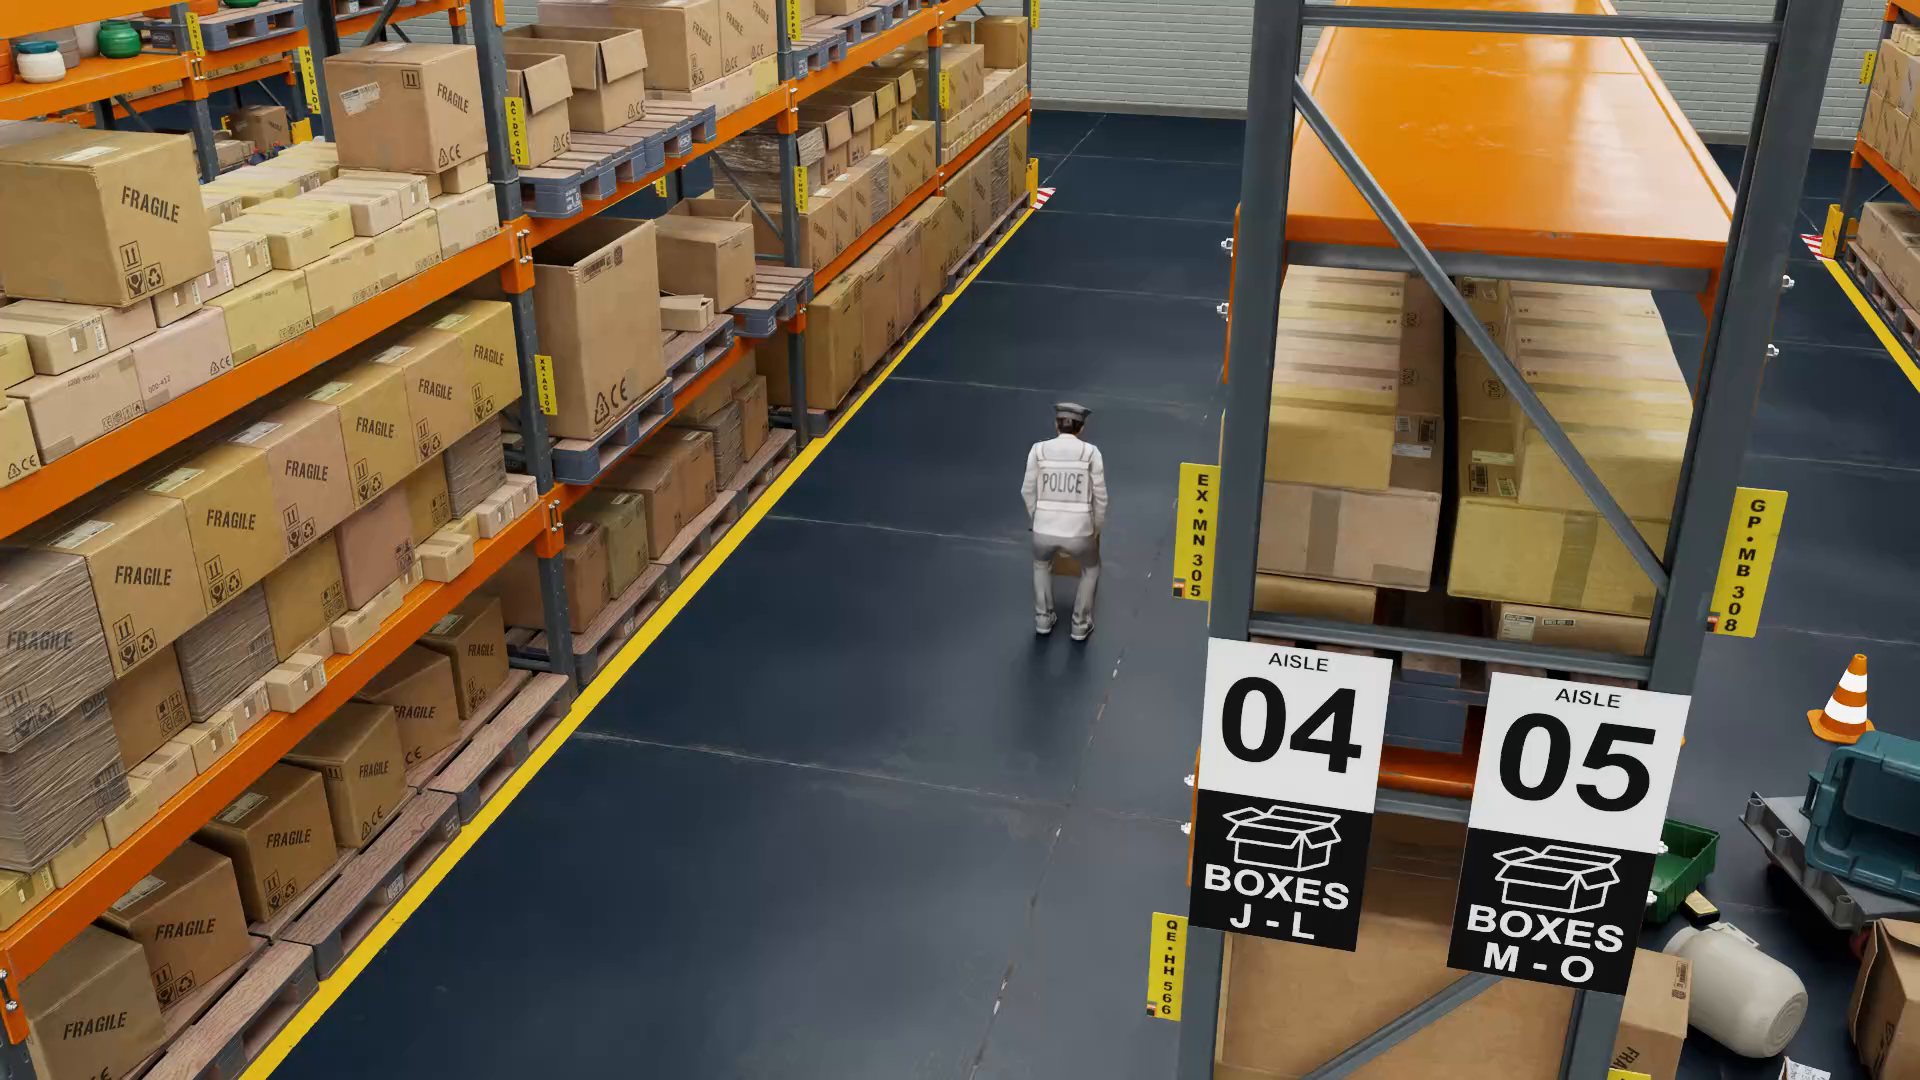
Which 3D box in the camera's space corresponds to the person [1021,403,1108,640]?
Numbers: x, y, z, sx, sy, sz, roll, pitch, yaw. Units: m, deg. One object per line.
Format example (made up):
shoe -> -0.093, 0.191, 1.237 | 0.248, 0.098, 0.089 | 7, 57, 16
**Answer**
person -> 0.623, -0.107, 10.119 | 0.534, 1.430, 0.673 | 6, 26, 13
